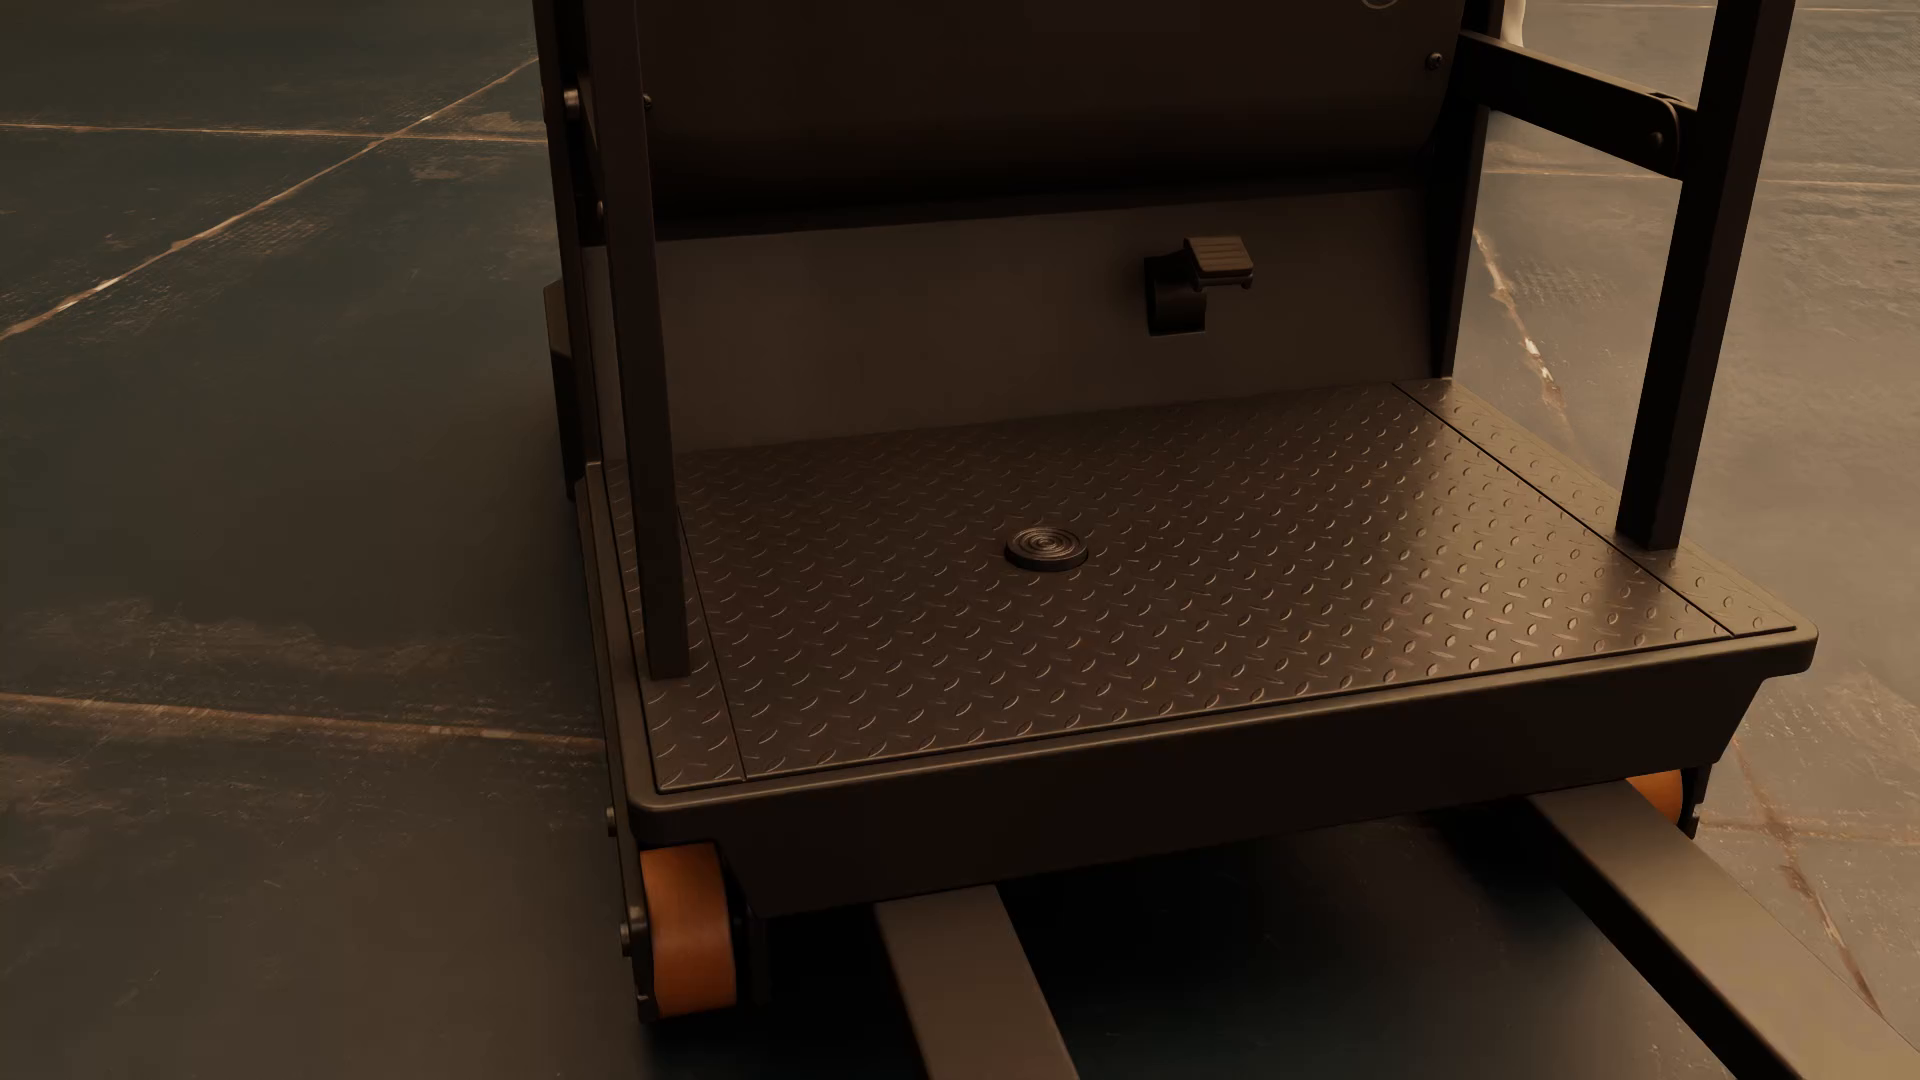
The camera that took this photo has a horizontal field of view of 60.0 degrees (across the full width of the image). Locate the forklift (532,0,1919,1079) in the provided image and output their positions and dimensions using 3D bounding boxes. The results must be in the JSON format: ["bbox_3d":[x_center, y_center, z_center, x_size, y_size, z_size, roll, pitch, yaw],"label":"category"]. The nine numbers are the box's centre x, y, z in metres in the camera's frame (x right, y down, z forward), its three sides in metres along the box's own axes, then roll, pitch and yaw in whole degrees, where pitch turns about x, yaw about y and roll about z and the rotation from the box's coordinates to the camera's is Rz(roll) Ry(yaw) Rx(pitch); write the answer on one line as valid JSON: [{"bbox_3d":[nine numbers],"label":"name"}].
[{"bbox_3d":[0.153,-1.049,1.319,1.130,2.935,3.031,-7,27,-13],"label":"forklift"}]

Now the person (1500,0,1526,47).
[{"bbox_3d":[1.495,-2.108,4.833,0.550,1.673,0.548,1,27,1],"label":"person"}]
